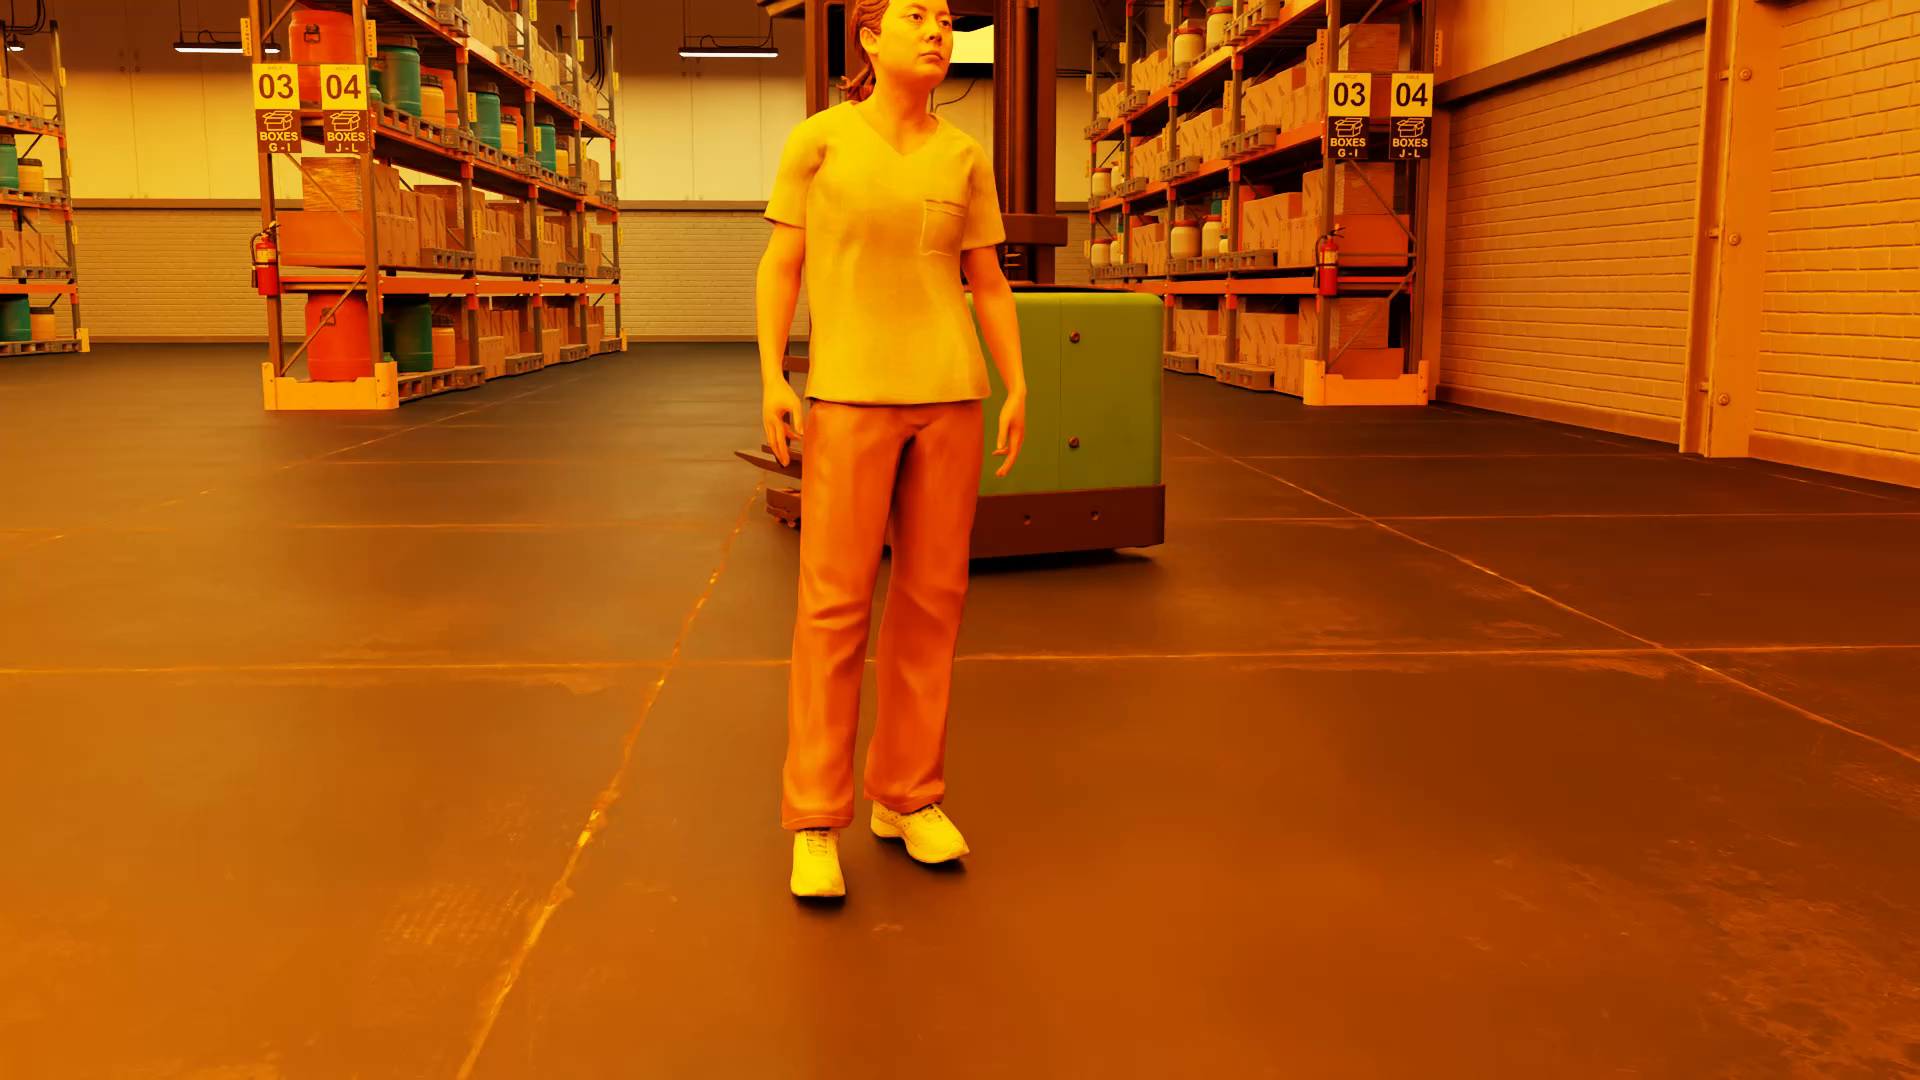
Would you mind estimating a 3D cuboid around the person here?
[{"bbox_3d":[-0.106,-0.232,3.113,0.553,1.674,0.548,-3,9,-20],"label":"person"}]

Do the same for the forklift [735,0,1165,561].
[{"bbox_3d":[-0.264,-1.530,7.637,1.130,2.935,3.031,-4,9,-25],"label":"forklift"}]
